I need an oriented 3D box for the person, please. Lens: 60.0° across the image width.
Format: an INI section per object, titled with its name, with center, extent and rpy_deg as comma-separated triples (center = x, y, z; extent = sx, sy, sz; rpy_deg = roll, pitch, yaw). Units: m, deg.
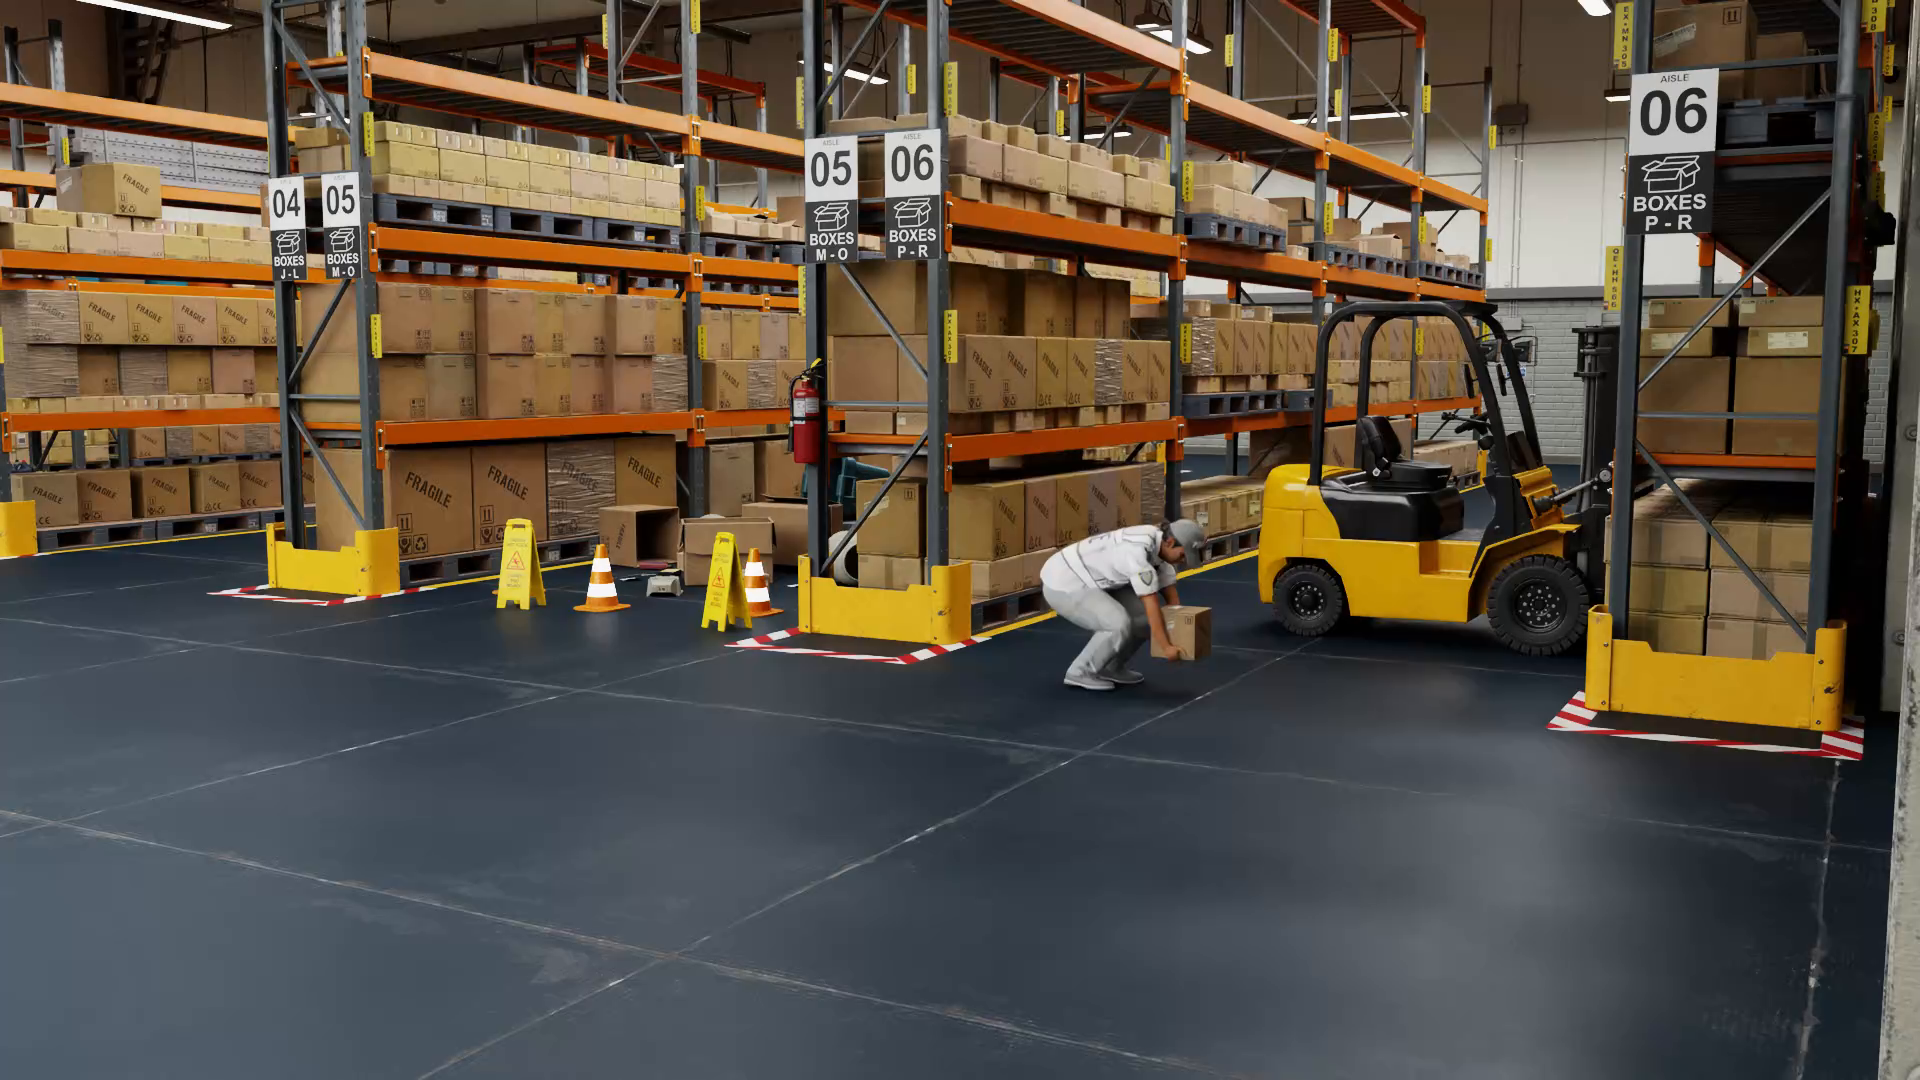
[person]
center = 0.887, 0.342, 9.103
extent = 0.892, 0.944, 0.502
rpy_deg = 3, 7, 27
